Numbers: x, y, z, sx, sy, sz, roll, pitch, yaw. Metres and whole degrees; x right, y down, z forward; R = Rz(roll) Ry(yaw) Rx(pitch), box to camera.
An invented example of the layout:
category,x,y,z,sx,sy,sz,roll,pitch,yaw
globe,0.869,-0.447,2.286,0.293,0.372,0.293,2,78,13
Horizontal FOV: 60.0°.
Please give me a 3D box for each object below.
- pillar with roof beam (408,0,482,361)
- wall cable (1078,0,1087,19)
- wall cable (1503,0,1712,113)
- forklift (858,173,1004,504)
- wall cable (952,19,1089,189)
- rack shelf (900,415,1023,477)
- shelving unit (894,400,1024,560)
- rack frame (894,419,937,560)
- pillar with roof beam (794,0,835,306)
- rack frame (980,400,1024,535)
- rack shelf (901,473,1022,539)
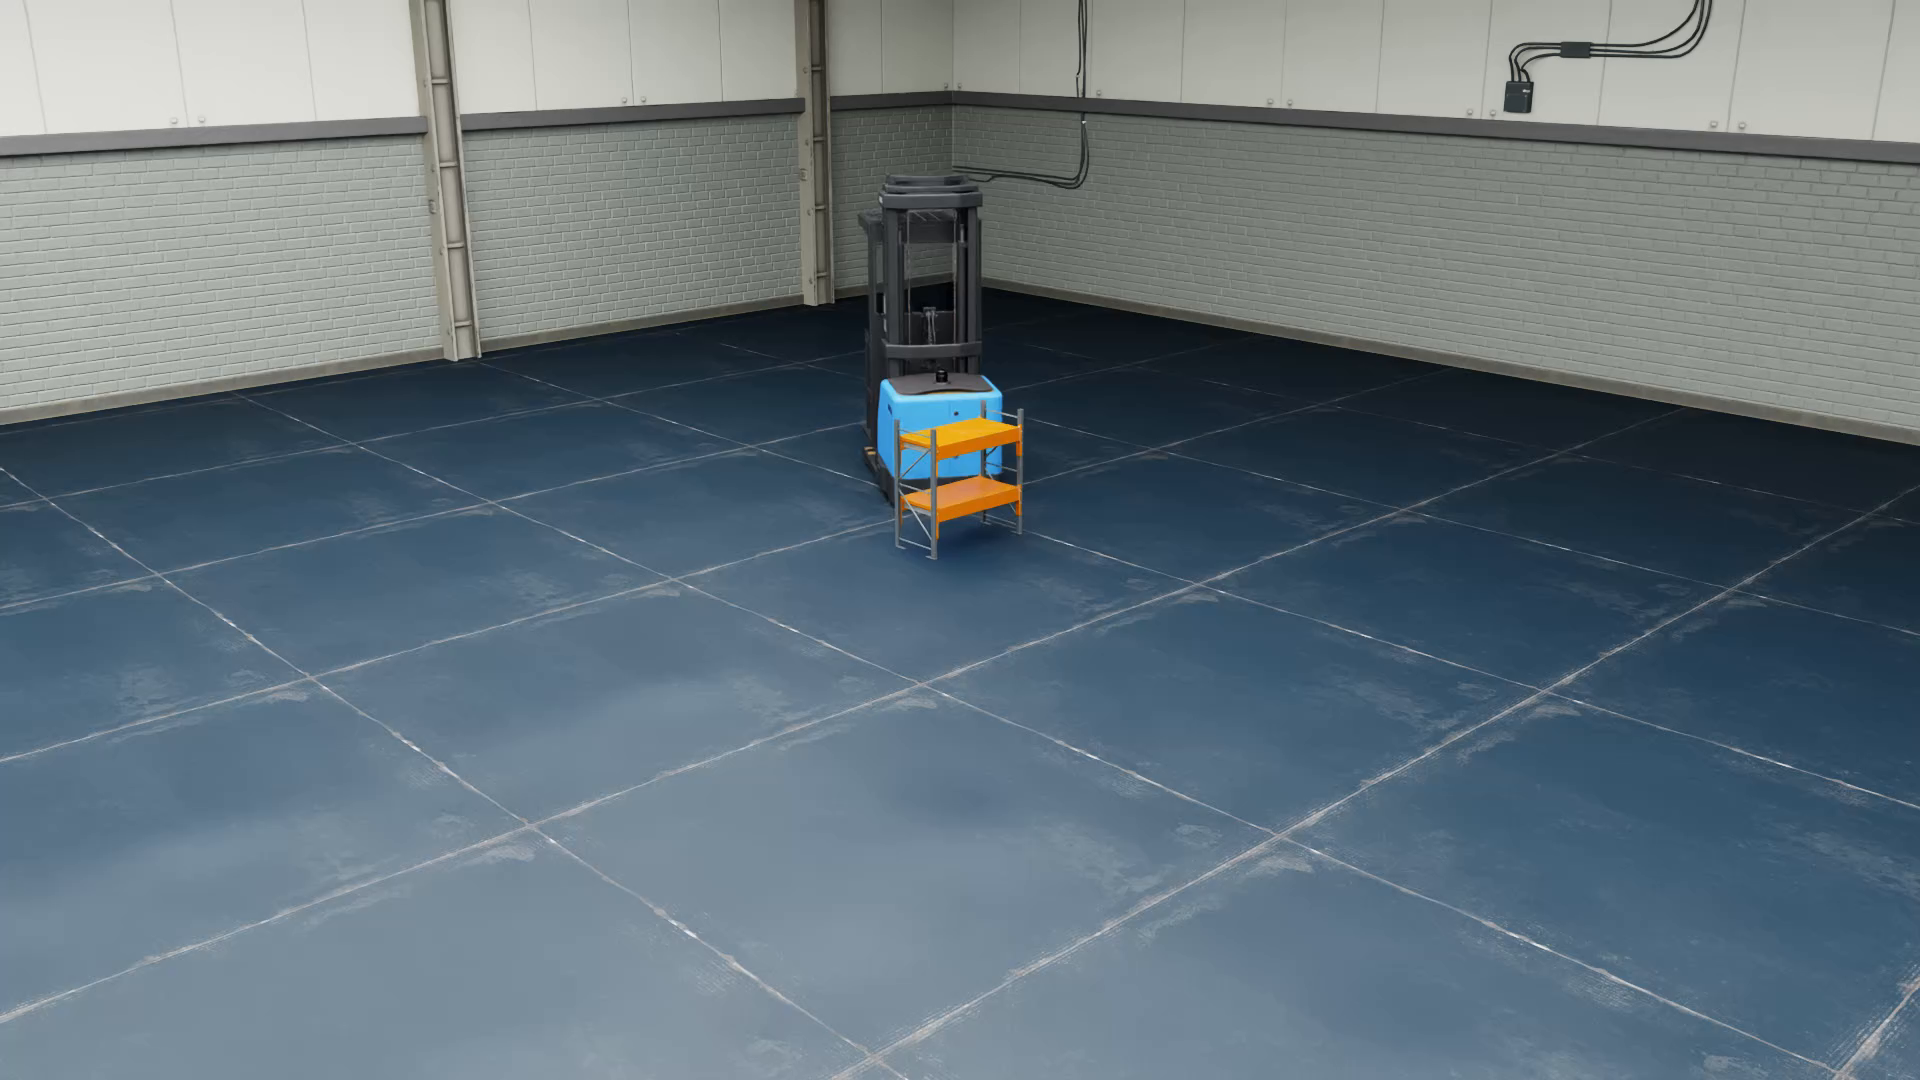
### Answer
category,x,y,z,sx,sy,sz,roll,pitch,yaw
pillar with roof beam,-3.594,-5.721,17.538,0.400,9.000,9.100,-16,24,-41
wall cable,2.715,-8.604,23.277,0.112,2.526,3.097,-16,24,-41
wall cable,7.368,-7.772,18.350,0.169,6.003,2.305,-16,24,-41
forklift,-0.384,-2.132,16.308,1.130,2.935,3.031,-3,18,-11
wall cable,0.857,-6.808,25.925,0.112,2.526,3.097,-16,24,-41
rack shelf,-0.005,-0.812,14.217,1.000,0.278,0.538,-16,24,-41
shelving unit,-0.005,-0.534,14.307,1.048,1.125,0.538,-16,24,-41
rack frame,-0.374,-0.426,13.975,0.032,1.125,0.500,-16,24,-41
pillar with roof beam,0.765,-6.992,21.460,0.400,9.000,9.100,-16,24,-41
rack frame,0.364,-0.641,14.639,0.032,1.125,0.500,-16,24,-41
rack shelf,-0.005,-0.301,14.382,1.000,0.278,0.538,-16,24,-41
